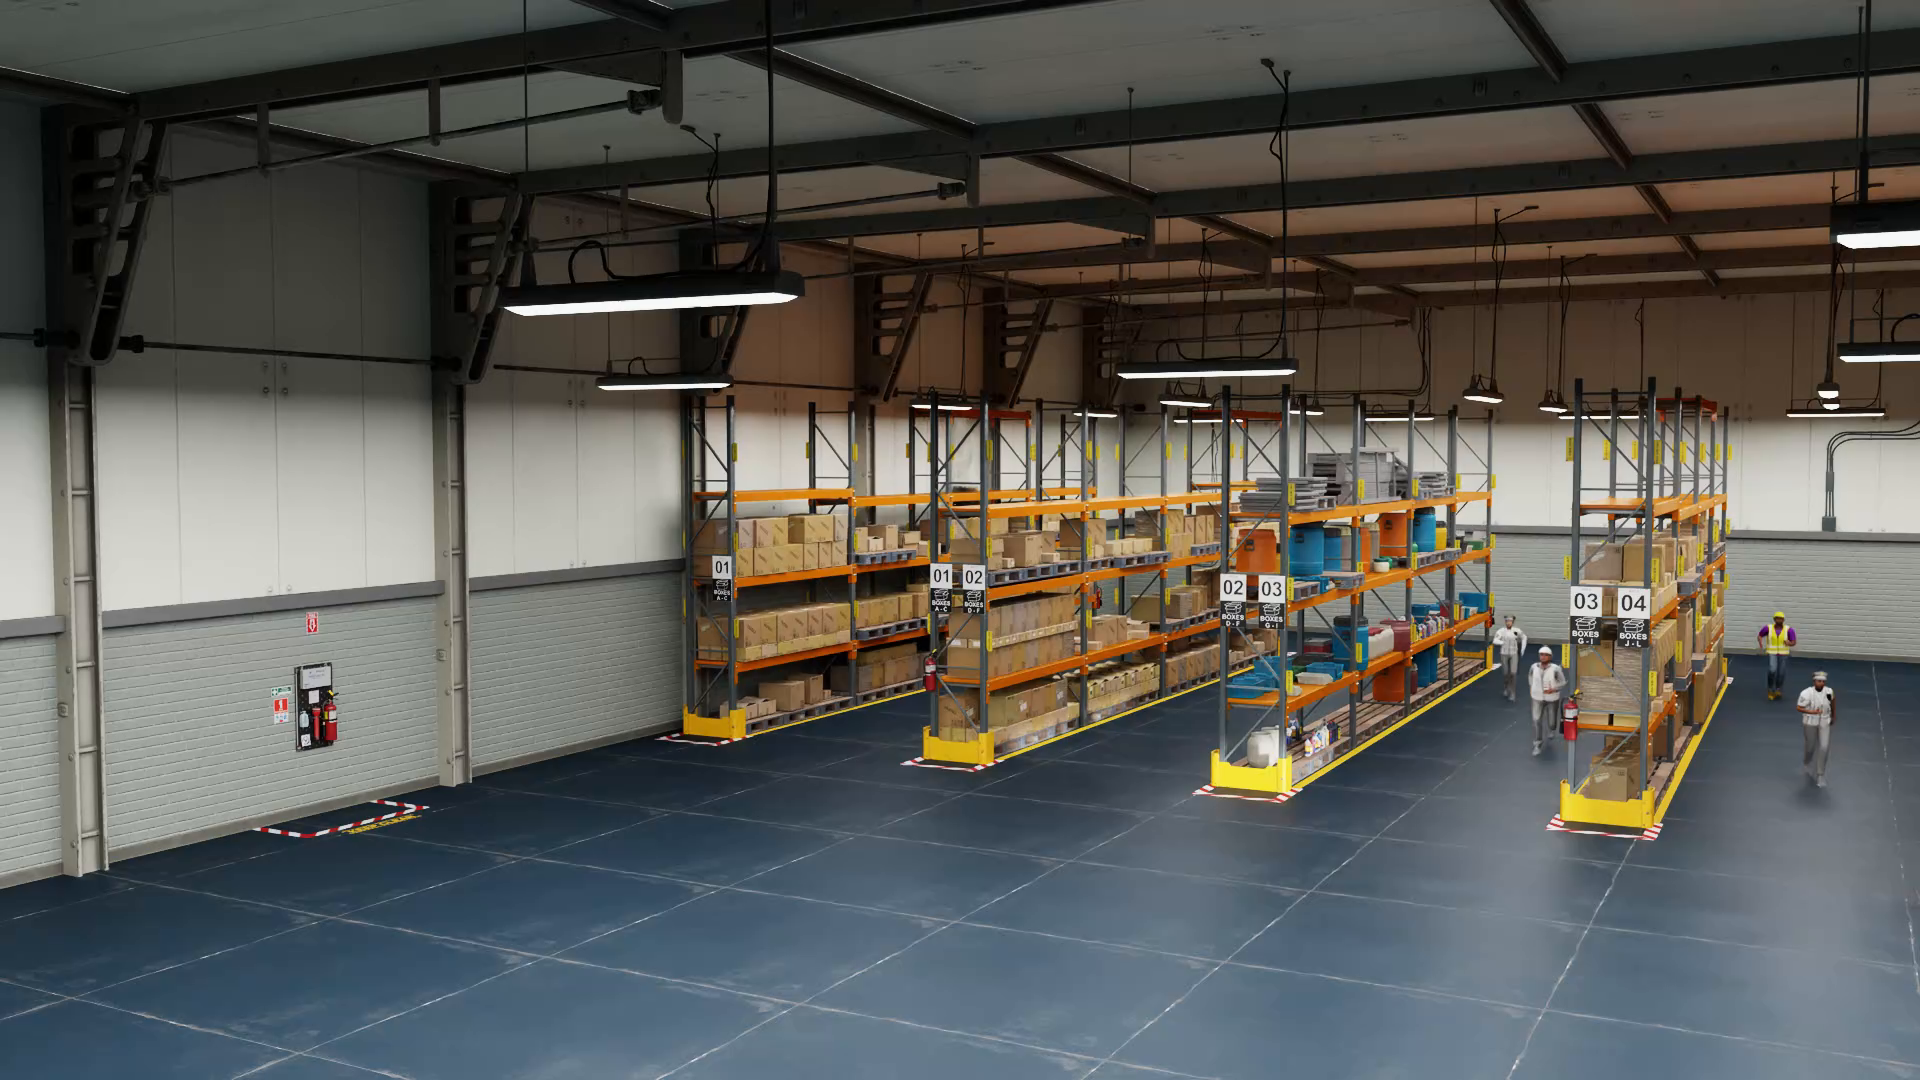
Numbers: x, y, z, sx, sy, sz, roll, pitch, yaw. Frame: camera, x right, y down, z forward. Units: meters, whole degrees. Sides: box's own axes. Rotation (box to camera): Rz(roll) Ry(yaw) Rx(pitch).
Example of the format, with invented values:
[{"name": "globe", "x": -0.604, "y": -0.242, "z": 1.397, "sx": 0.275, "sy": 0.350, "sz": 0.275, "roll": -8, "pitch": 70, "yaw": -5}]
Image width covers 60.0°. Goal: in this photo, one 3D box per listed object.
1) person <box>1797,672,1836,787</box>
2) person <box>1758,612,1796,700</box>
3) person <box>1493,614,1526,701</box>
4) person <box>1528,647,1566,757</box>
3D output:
[{"name": "person", "x": 13.016, "y": 2.837, "z": 25.285, "sx": 0.600, "sy": 1.726, "sz": 0.923, "roll": 1, "pitch": 3, "yaw": 11}, {"name": "person", "x": 16.570, "y": 2.353, "z": 33.709, "sx": 0.674, "sy": 1.802, "sz": 0.730, "roll": 1, "pitch": 3, "yaw": 19}, {"name": "person", "x": 11.183, "y": 2.376, "z": 33.780, "sx": 0.579, "sy": 1.758, "sz": 0.765, "roll": 1, "pitch": 3, "yaw": 23}, {"name": "person", "x": 9.802, "y": 2.667, "z": 27.796, "sx": 0.626, "sy": 1.778, "sz": 1.127, "roll": 1, "pitch": 3, "yaw": 25}]
